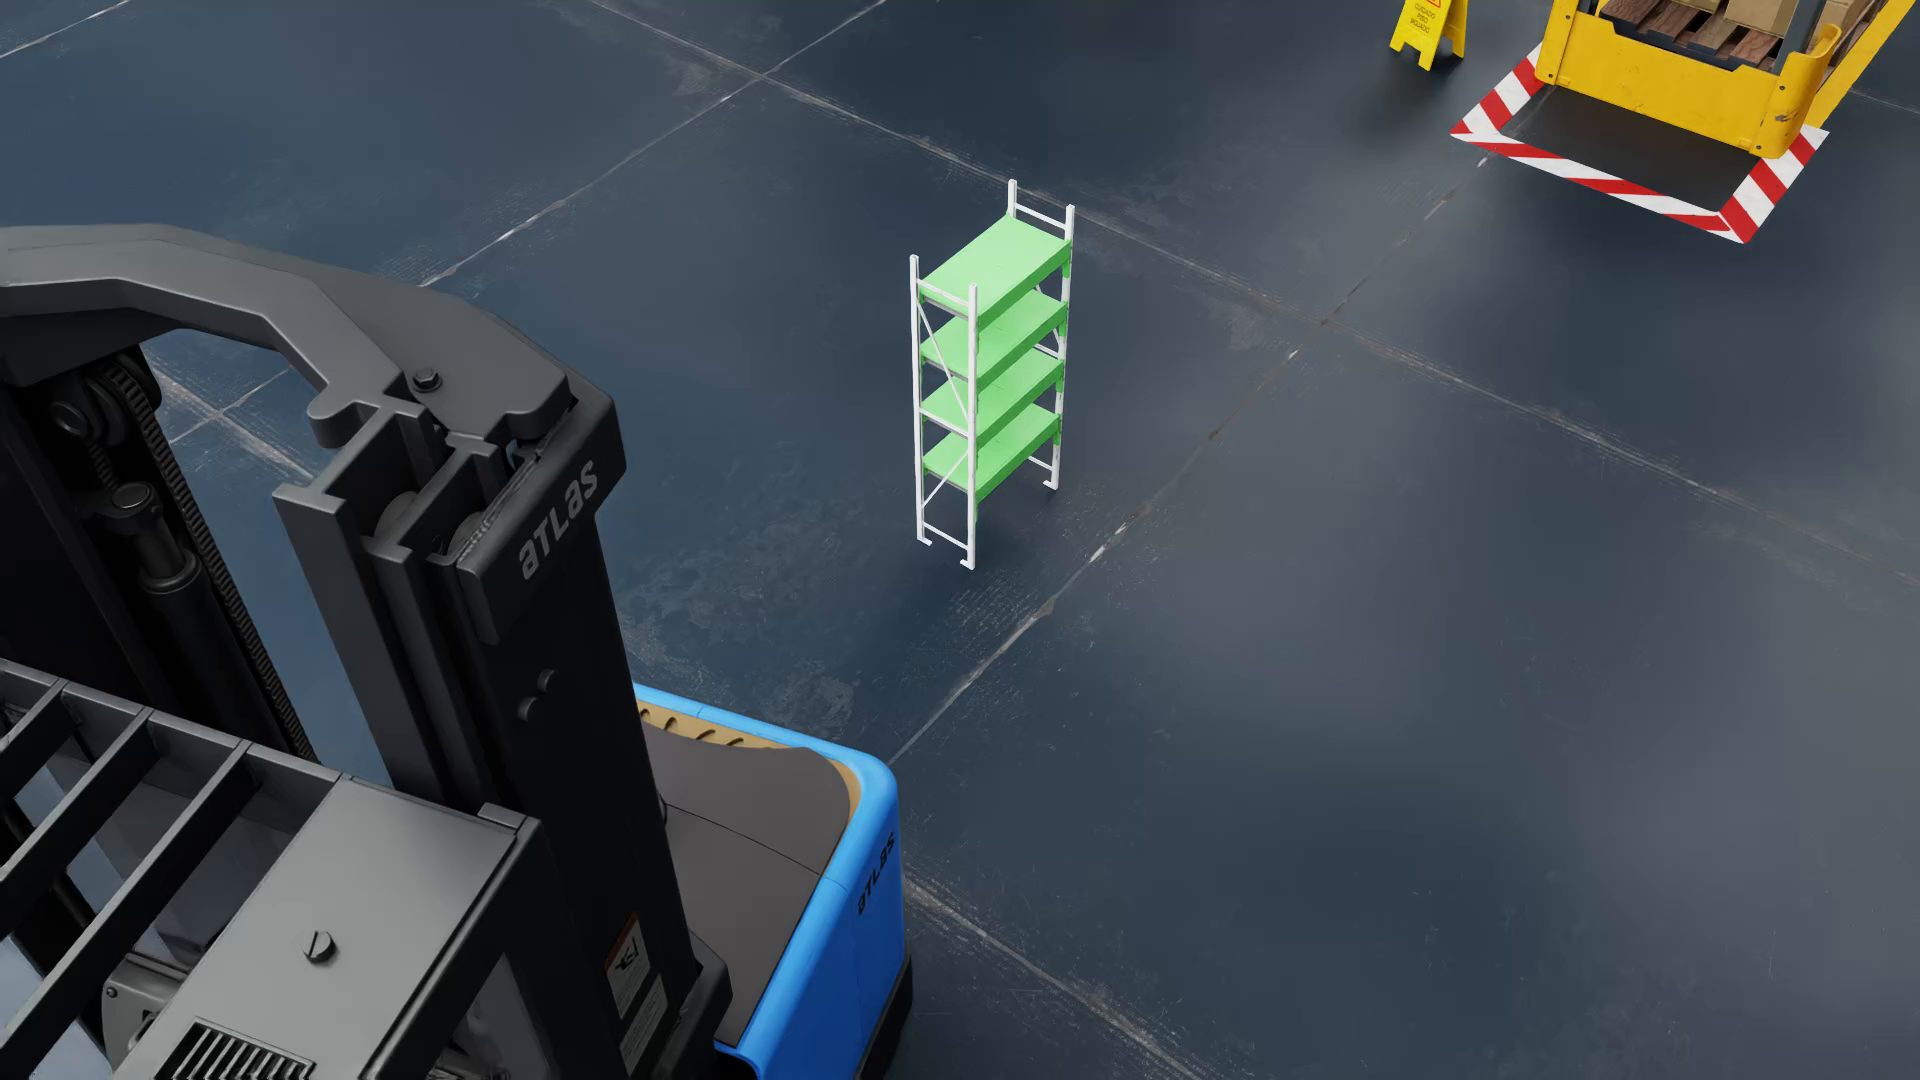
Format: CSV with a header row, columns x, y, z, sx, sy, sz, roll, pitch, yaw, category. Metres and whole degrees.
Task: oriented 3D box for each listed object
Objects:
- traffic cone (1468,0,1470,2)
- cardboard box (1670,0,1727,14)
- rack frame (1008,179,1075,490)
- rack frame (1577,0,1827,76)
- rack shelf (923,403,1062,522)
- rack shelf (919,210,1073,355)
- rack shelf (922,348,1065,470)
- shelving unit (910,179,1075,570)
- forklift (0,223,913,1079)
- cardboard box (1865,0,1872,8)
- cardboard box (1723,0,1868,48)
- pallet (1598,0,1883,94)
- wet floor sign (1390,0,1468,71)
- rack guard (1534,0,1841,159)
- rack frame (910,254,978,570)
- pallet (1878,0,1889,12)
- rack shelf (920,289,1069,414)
x,y,z,sx,sy,sz,roll,pitch,yaw,category
2.446,-2.956,8.254,0.336,0.463,0.334,29,53,25,traffic cone
3.500,-2.807,7.968,0.500,0.250,0.500,29,53,25,cardboard box
0.250,-0.649,5.540,0.240,1.200,0.015,29,53,25,rack frame
3.204,-3.016,6.557,1.000,3.000,0.127,29,53,25,rack frame
0.101,-0.299,5.626,0.258,0.148,0.480,29,53,25,rack shelf
0.101,-0.797,5.106,0.258,0.148,0.480,29,53,25,rack shelf
0.101,-0.465,5.453,0.258,0.148,0.480,29,53,25,rack shelf
0.101,-0.509,5.407,0.258,1.200,0.503,29,53,25,shelving unit
-1.114,1.116,2.657,1.130,2.935,3.031,15,48,14,forklift
4.234,-2.840,7.999,0.500,0.250,0.500,31,54,26,cardboard box
3.916,-2.551,7.723,0.500,0.250,0.500,29,53,25,cardboard box
3.775,-2.546,8.036,1.003,0.211,1.213,29,53,25,pallet
2.241,-2.567,7.756,0.232,0.644,0.267,-25,51,-22,wet floor sign
3.250,-2.196,7.502,1.175,0.500,0.348,29,53,25,rack guard
-0.048,-0.370,5.273,0.240,1.200,0.015,29,53,25,rack frame
4.521,-3.241,8.700,1.003,0.211,1.213,29,53,25,pallet
0.101,-0.631,5.279,0.258,0.148,0.480,29,53,25,rack shelf
